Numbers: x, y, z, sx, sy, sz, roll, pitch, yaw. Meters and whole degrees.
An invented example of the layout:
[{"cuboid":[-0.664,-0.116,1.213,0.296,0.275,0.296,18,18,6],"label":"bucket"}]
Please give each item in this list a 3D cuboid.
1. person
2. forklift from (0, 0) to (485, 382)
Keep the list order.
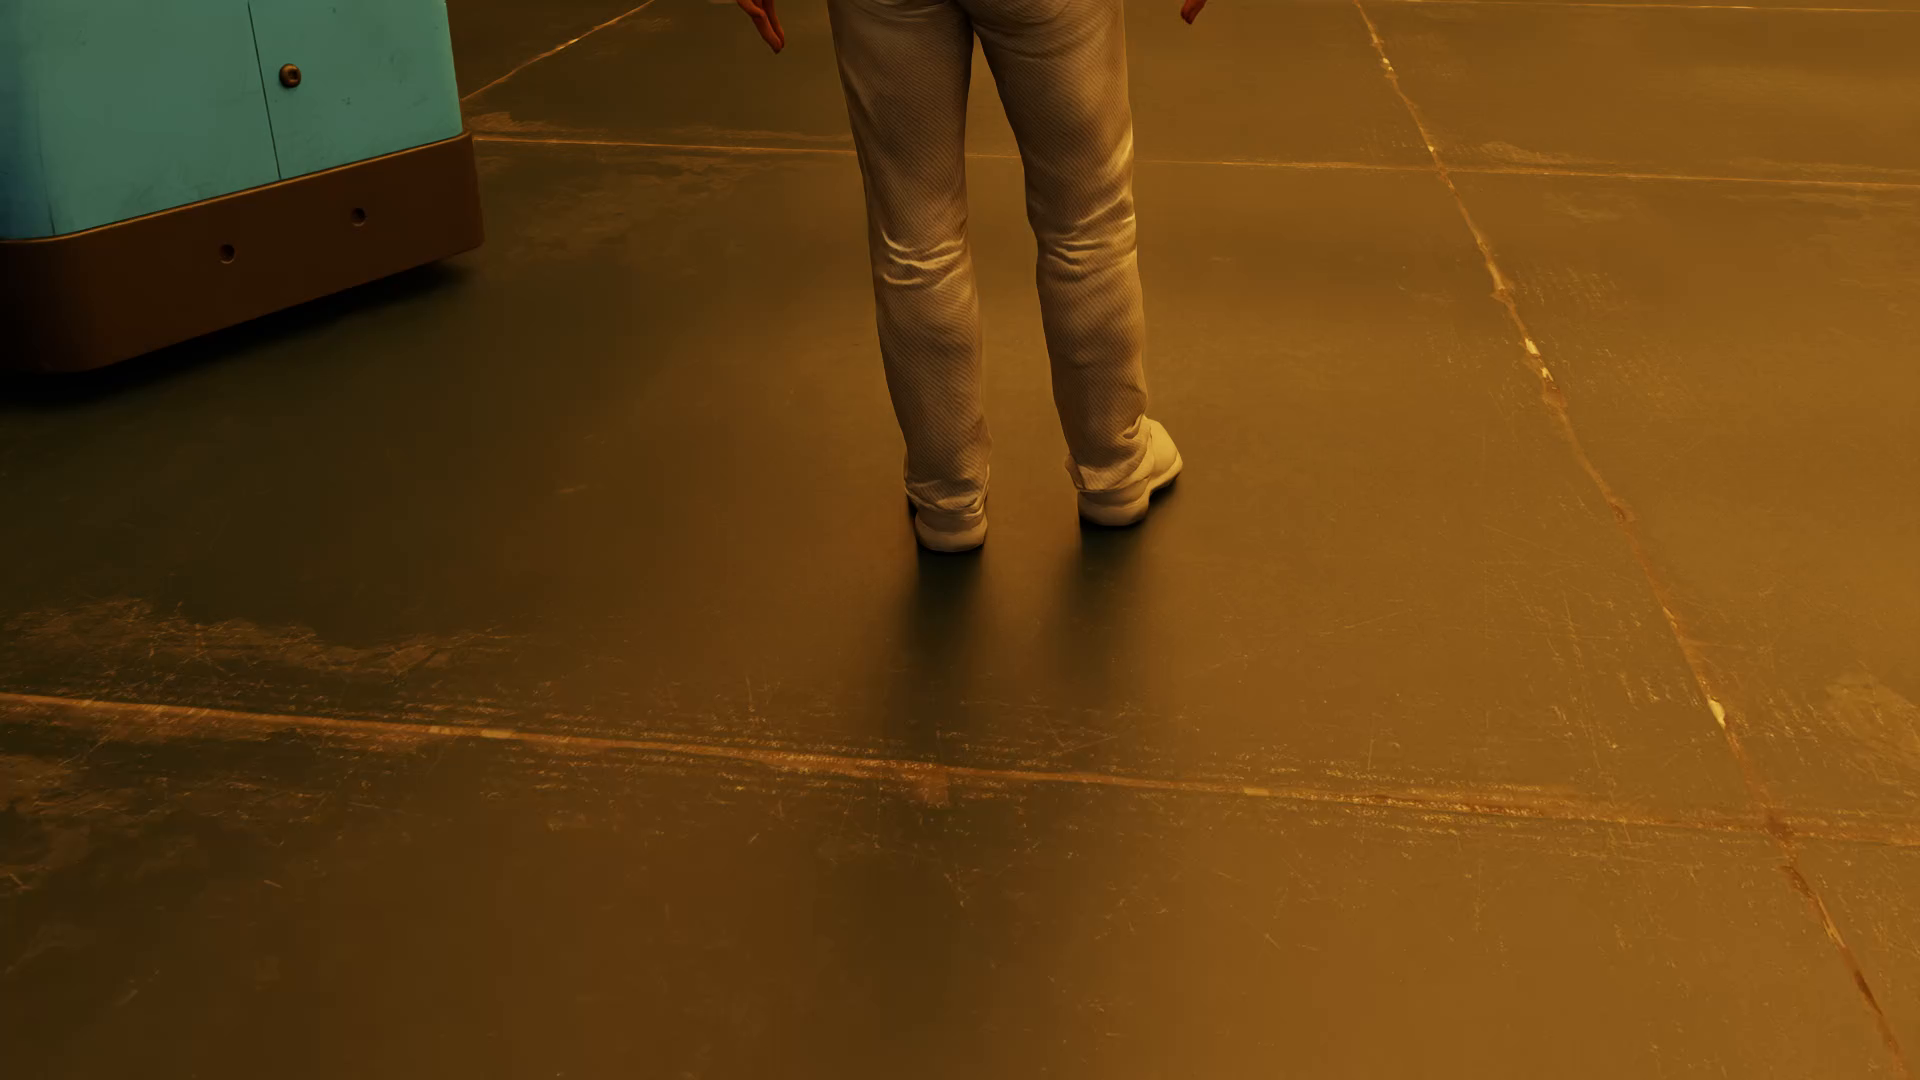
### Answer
[{"cuboid":[0.015,-0.827,2.163,0.665,1.766,0.576,3,27,7],"label":"person"},{"cuboid":[-2.560,-2.080,3.387,3.031,2.935,1.130,16,31,29],"label":"forklift"}]
